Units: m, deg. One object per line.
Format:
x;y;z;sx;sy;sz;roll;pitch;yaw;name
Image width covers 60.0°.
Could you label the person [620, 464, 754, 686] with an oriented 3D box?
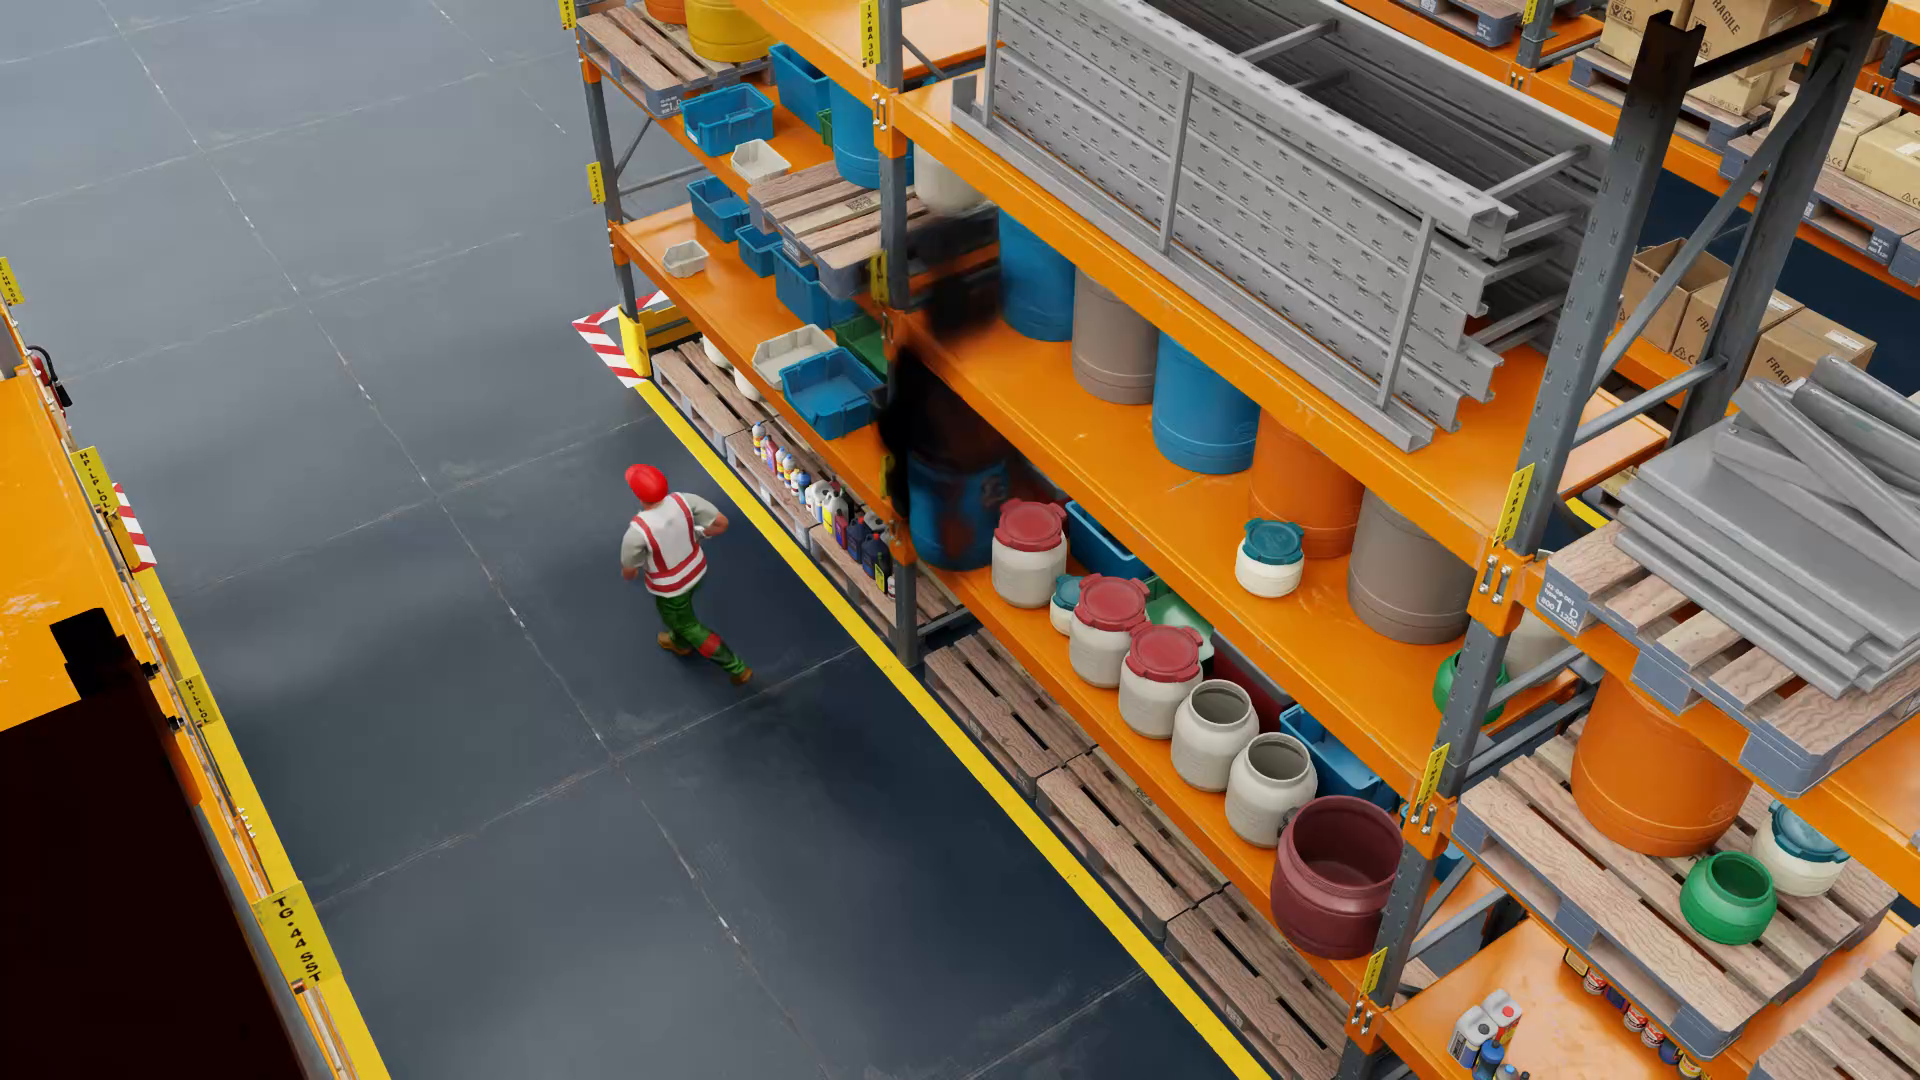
-1.736;0.268;10.185;0.938;1.787;0.688;29;50;27;person
